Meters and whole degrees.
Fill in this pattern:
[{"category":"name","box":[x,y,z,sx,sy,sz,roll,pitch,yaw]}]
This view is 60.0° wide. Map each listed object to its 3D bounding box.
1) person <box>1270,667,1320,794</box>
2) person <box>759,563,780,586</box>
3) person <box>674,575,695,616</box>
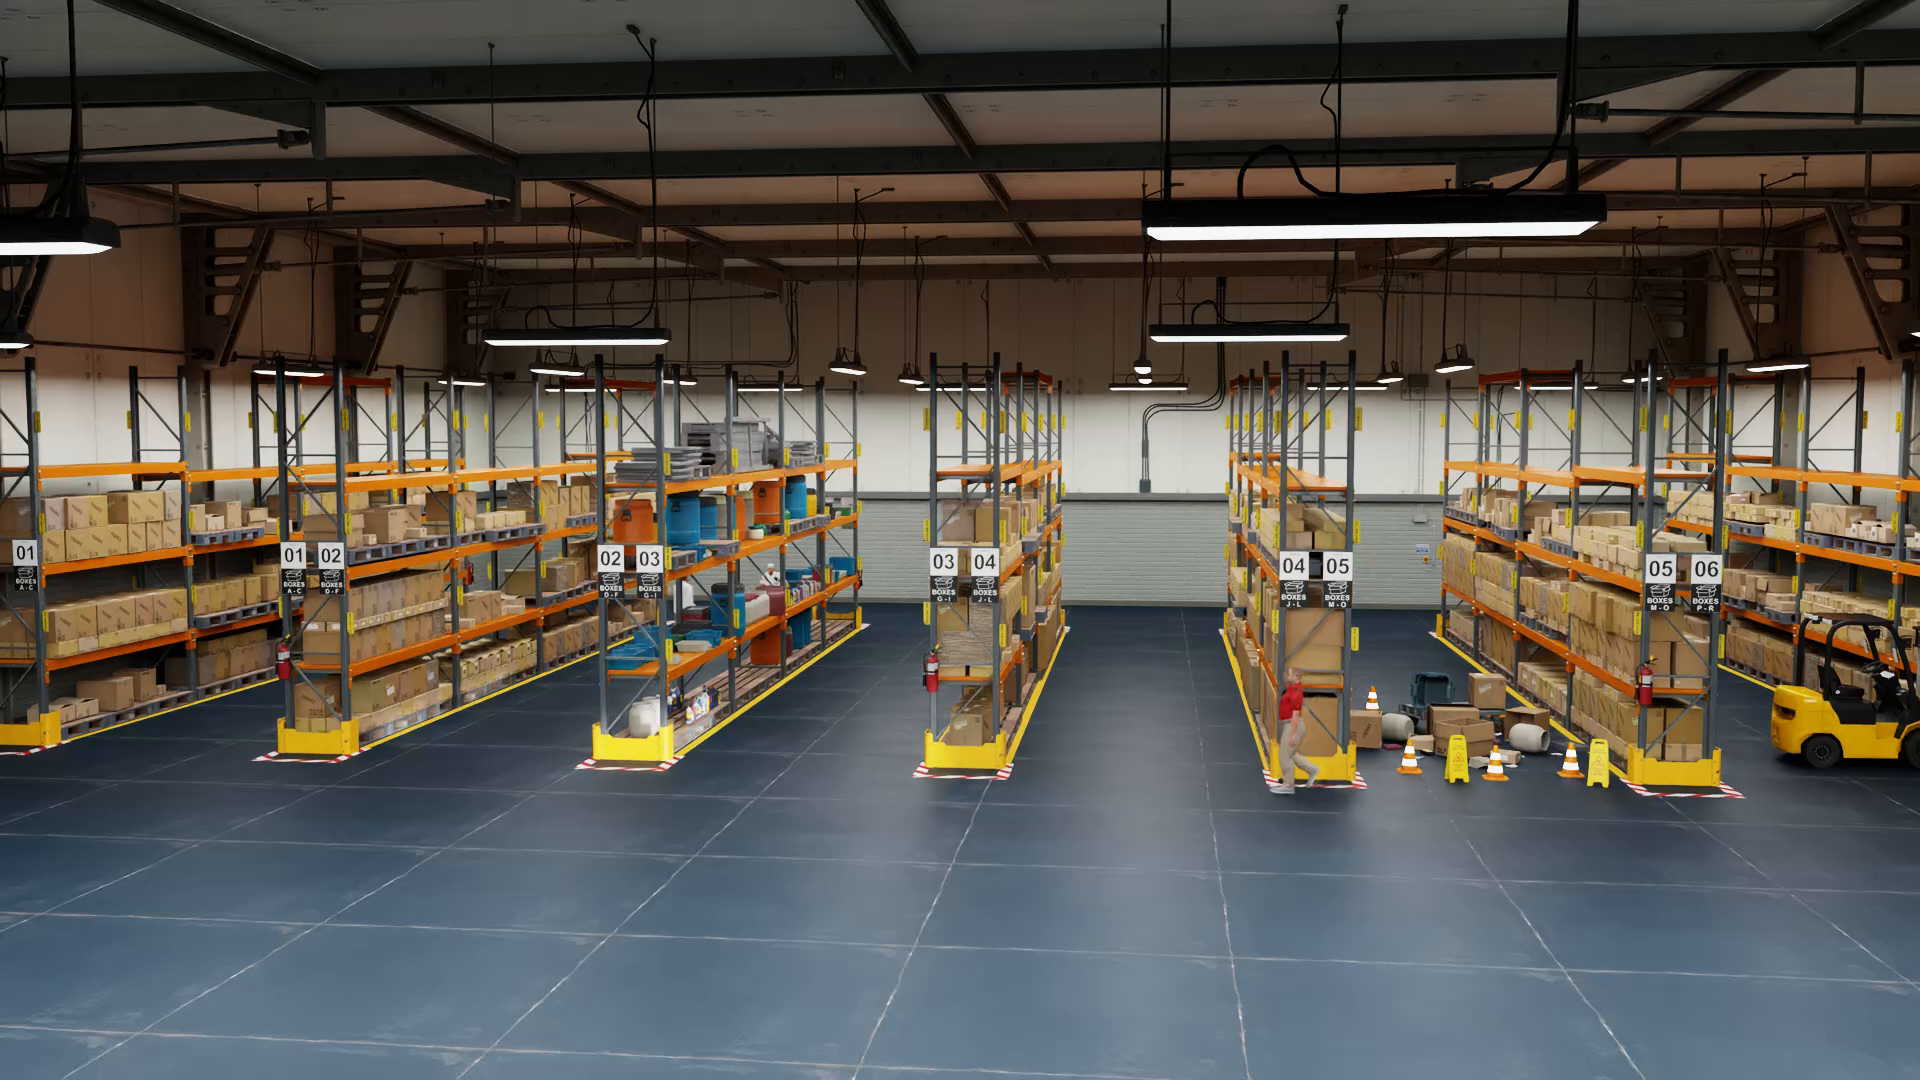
[{"category":"person","box":[4.521,2.547,22.347,0.688,1.703,0.549,0,4,6]},{"category":"person","box":[-4.557,1.340,40.663,0.599,1.577,0.751,1,4,17]},{"category":"person","box":[-5.977,1.568,36.020,0.626,1.779,0.561,3,5,39]}]
